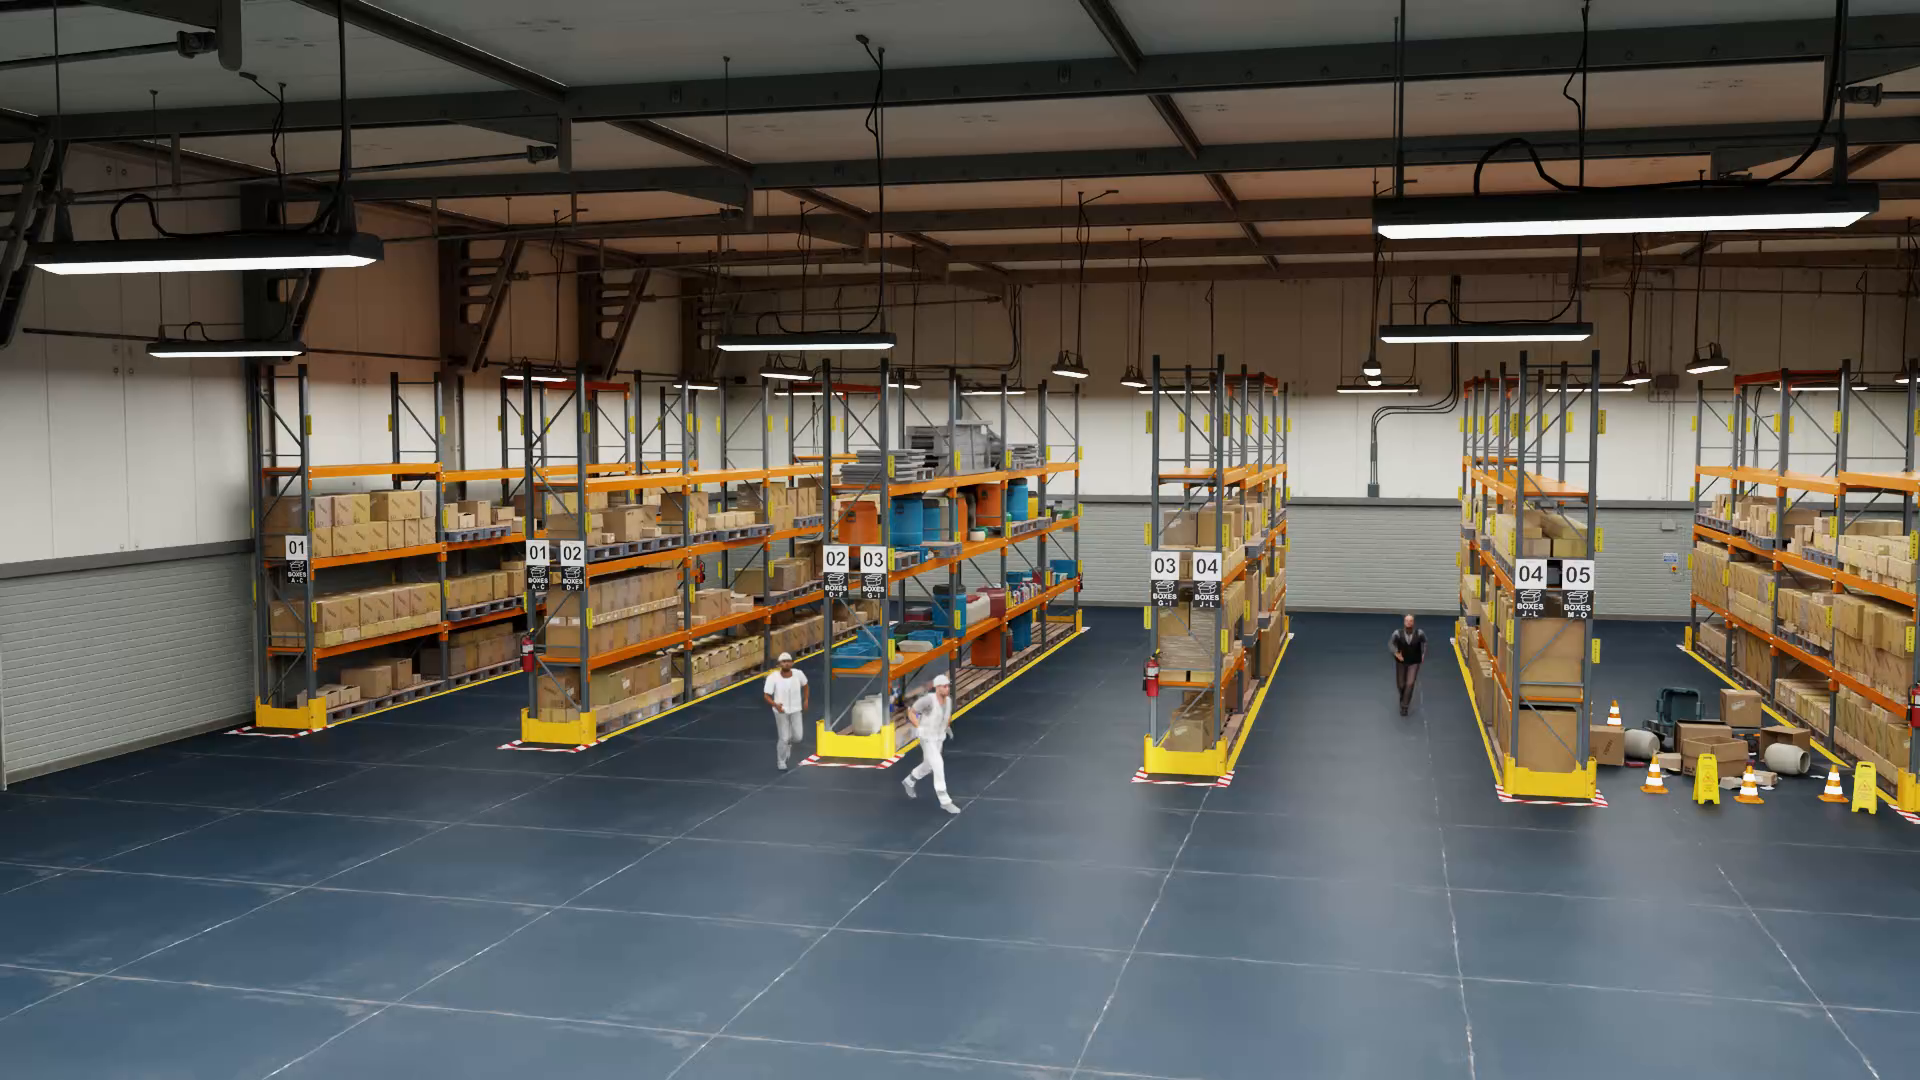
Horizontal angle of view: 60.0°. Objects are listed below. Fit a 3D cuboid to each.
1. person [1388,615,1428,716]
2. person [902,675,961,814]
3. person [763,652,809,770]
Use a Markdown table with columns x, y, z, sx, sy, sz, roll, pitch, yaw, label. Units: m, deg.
| x | y | z | sx | sy | sz | roll | pitch | yaw | label |
| --- | --- | --- | --- | --- | --- | --- | --- | --- | --- |
| 7.809 | 2.197 | 29.005 | 0.683 | 1.639 | 0.937 | 1 | 4 | 15 | person |
| -0.391 | 2.610 | 21.647 | 0.665 | 1.764 | 1.054 | -4 | 6 | -45 | person |
| -2.492 | 2.480 | 24.122 | 0.723 | 1.719 | 0.648 | -2 | 4 | -21 | person |
